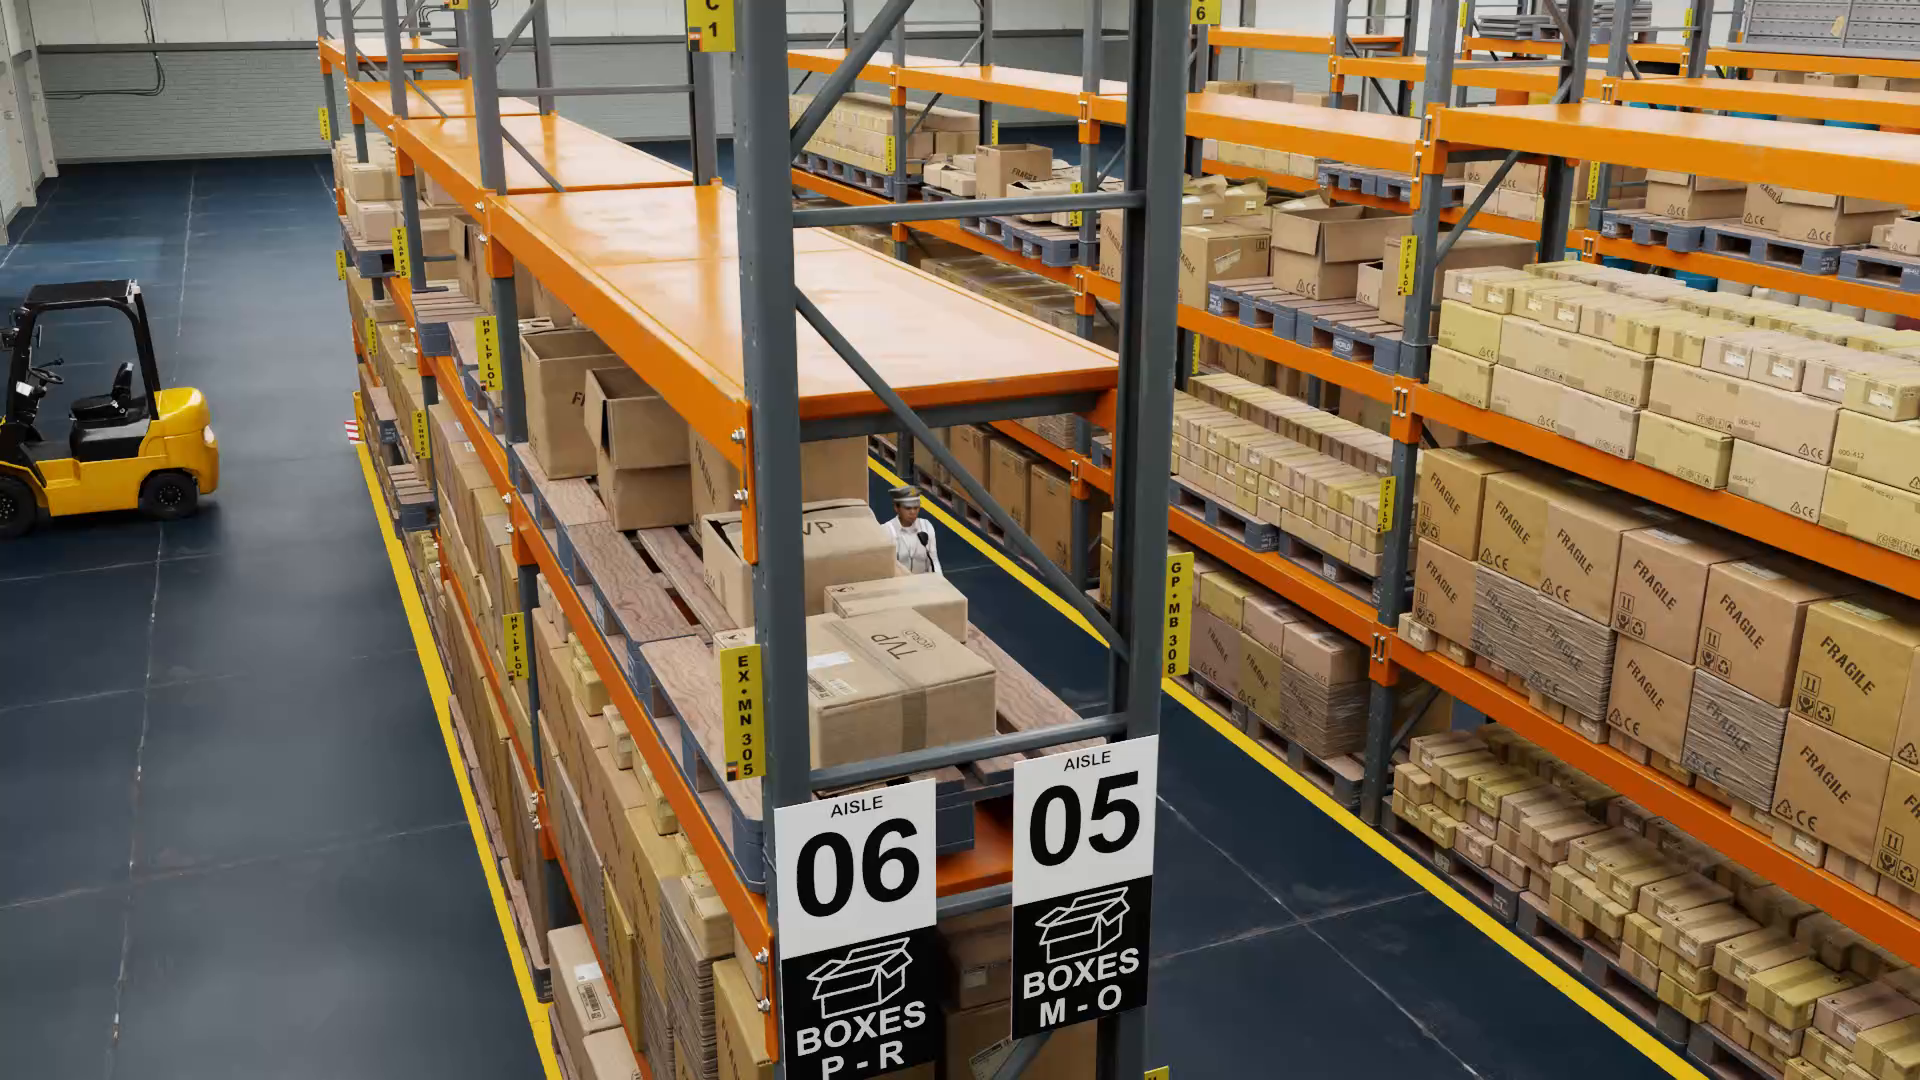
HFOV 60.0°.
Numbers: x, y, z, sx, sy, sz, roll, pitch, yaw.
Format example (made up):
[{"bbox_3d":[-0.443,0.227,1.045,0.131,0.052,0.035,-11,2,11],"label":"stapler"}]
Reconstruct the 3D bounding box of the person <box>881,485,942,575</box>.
[{"bbox_3d":[-0.349,0.428,11.542,0.497,1.687,0.439,-8,21,-23],"label":"person"}]
